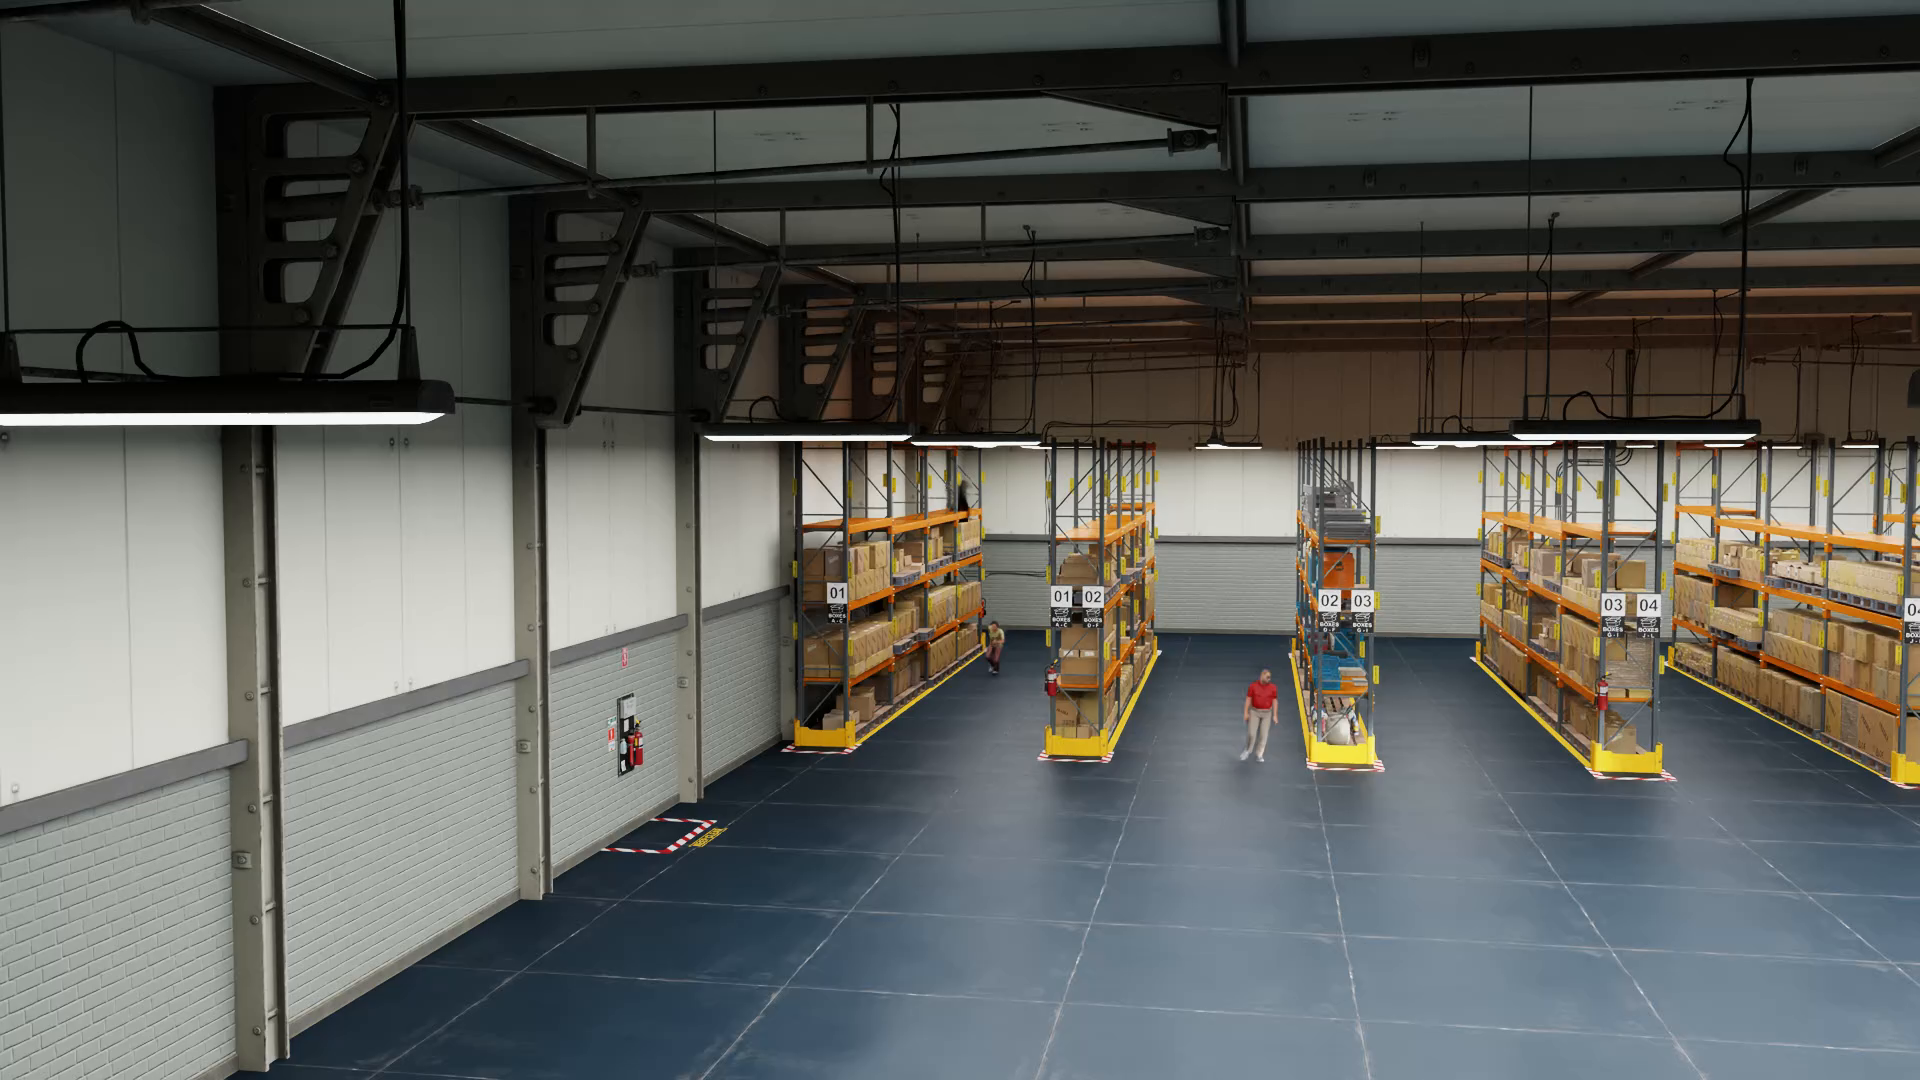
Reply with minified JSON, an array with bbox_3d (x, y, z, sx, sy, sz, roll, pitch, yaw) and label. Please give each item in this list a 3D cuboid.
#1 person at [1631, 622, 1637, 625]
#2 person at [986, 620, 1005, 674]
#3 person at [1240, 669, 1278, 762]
[{"bbox_3d":[17.774,2.551,44.417,0.763,1.689,0.552,2,4,35],"label":"person"},{"bbox_3d":[0.904,2.743,42.559,0.600,1.431,0.920,1,3,21],"label":"person"},{"bbox_3d":[5.508,3.223,30.633,0.672,1.706,0.461,0,3,-3],"label":"person"}]
